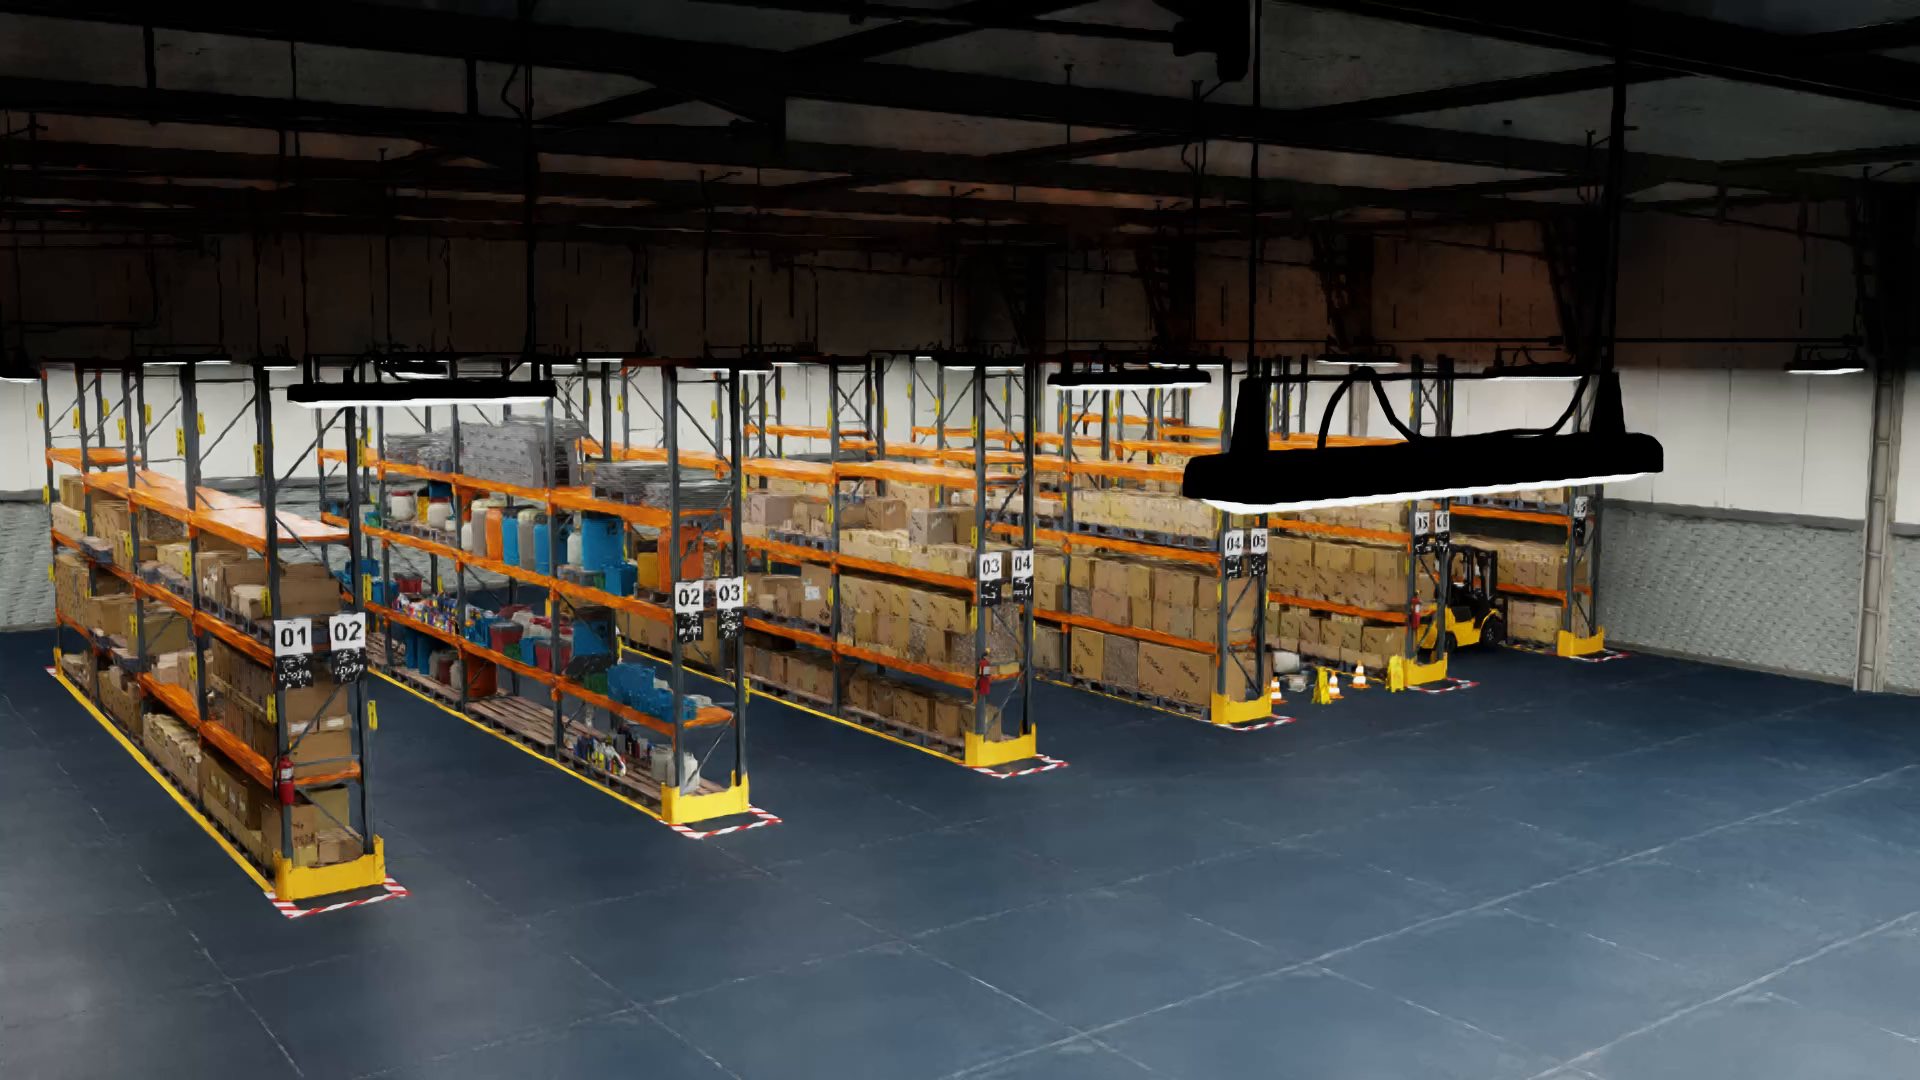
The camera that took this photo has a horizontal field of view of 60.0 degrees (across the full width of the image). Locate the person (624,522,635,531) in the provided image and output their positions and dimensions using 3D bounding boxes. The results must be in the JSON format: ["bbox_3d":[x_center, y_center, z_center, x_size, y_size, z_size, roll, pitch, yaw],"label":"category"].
[{"bbox_3d":[-8.583,0.341,43.040,0.682,1.675,0.535,-5,9,-38],"label":"person"}]

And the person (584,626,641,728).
[{"bbox_3d":[-5.734,2.218,27.124,0.828,1.714,0.706,5,8,36],"label":"person"}]
